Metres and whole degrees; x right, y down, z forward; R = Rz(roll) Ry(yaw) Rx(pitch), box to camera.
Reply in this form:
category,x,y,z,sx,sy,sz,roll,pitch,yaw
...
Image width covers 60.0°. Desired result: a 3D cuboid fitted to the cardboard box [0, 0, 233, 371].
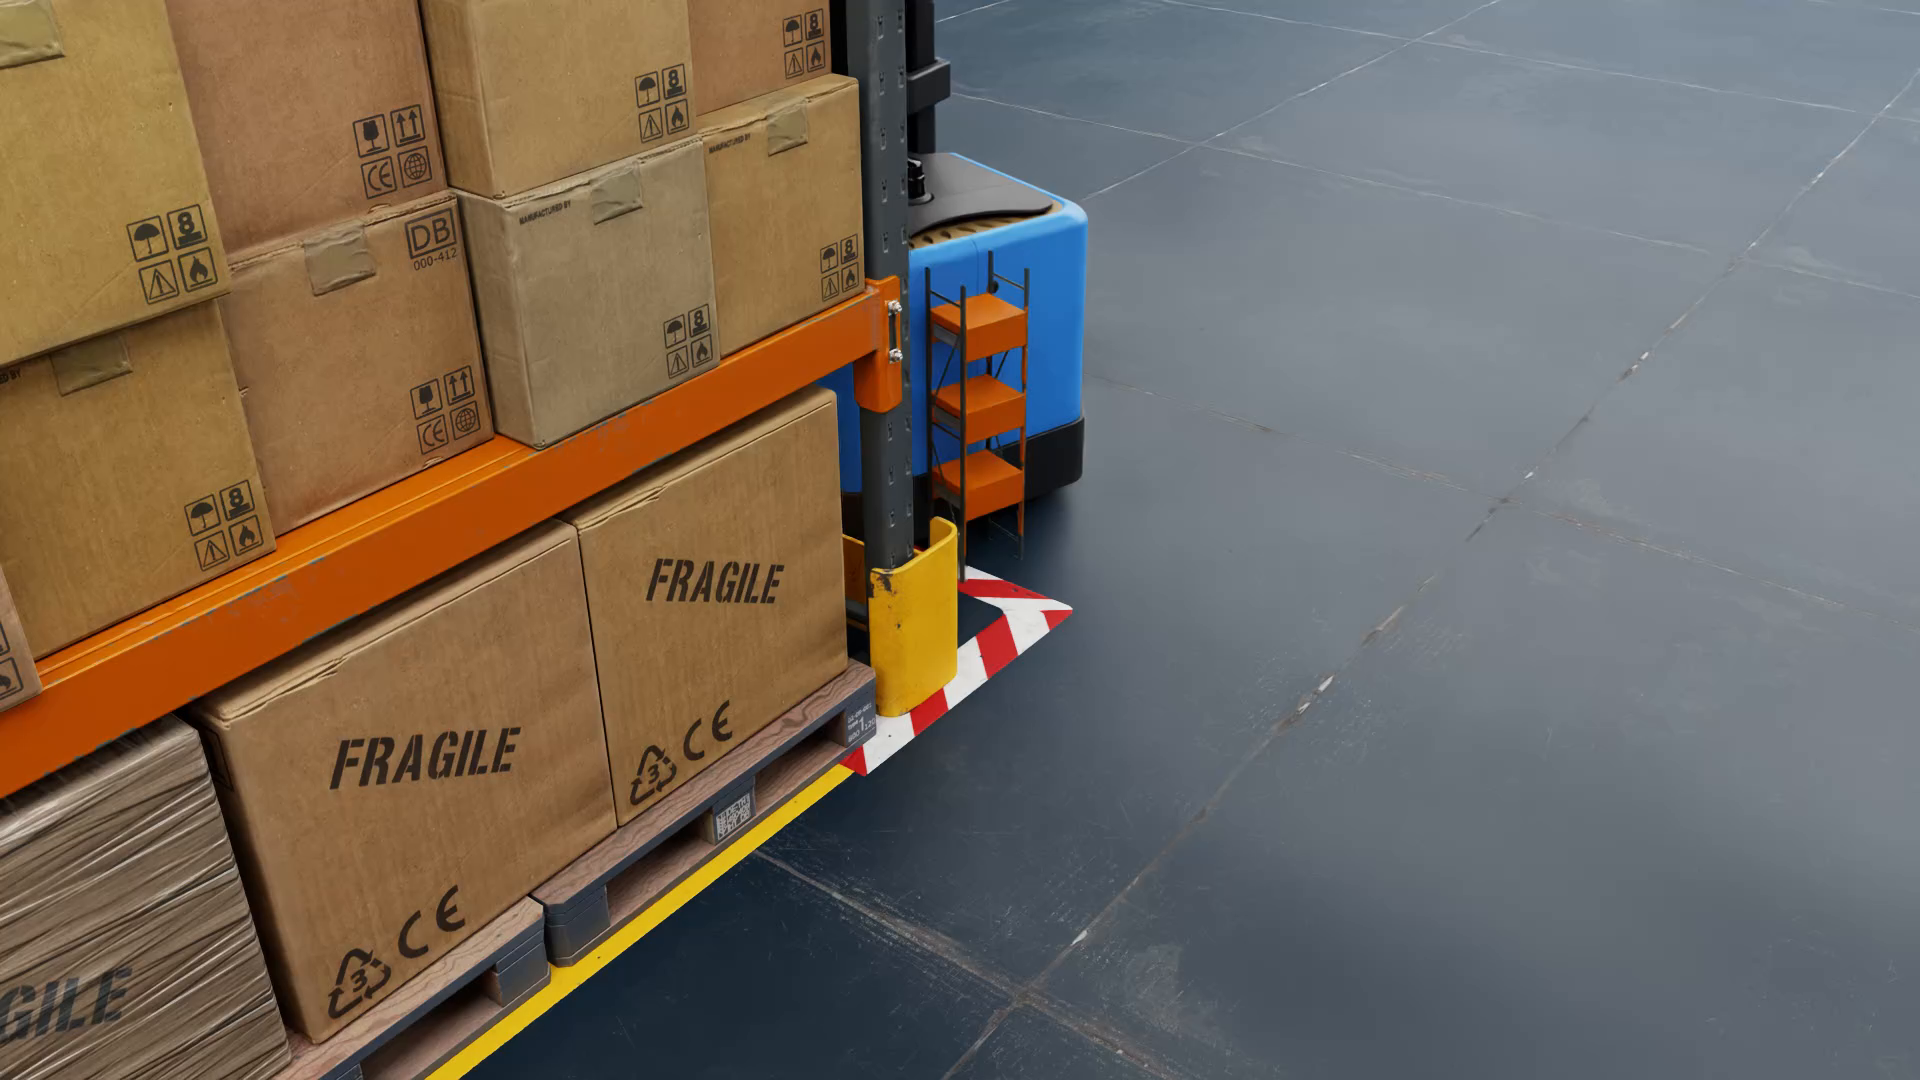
category,x,y,z,sx,sy,sz,roll,pitch,yaw
cardboard box,-1.742,-0.694,2.772,0.875,0.550,0.500,21,37,31

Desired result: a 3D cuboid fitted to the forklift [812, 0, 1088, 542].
category,x,y,z,sx,sy,sz,roll,pitch,yaw
forklift,-0.837,-1.895,6.073,1.130,2.935,3.031,-21,36,-31

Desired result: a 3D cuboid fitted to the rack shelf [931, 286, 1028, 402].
category,x,y,z,sx,sy,sz,roll,pitch,yaw
rack shelf,0.053,-0.618,5.226,0.240,0.259,0.215,-21,36,-31

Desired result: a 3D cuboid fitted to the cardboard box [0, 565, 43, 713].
category,x,y,z,sx,sy,sz,roll,pitch,yaw
cardboard box,-2.034,-0.003,2.665,0.875,0.550,0.550,21,37,31

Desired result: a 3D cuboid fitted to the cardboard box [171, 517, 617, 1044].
category,x,y,z,sx,sy,sz,roll,pitch,yaw
cardboard box,-1.452,0.391,3.820,0.875,0.875,0.875,20,36,31

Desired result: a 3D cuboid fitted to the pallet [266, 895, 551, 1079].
category,x,y,z,sx,sy,sz,roll,pitch,yaw
pallet,-1.723,1.046,3.778,1.003,0.211,1.213,21,37,31

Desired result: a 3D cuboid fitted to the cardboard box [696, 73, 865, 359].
category,x,y,z,sx,sy,sz,roll,pitch,yaw
cardboard box,-0.754,-0.896,4.173,0.875,0.550,0.550,21,37,31

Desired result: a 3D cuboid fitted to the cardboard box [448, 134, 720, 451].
category,x,y,z,sx,sy,sz,roll,pitch,yaw
cardboard box,-1.069,-0.666,3.785,0.875,0.550,0.550,21,37,31

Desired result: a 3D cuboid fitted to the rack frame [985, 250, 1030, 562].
category,x,y,z,sx,sy,sz,roll,pitch,yaw
rack frame,0.151,-0.419,5.428,0.008,1.050,0.200,-21,36,-31

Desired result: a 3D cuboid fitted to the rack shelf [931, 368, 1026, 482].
category,x,y,z,sx,sy,sz,roll,pitch,yaw
rack shelf,0.053,-0.373,5.371,0.240,0.259,0.215,-21,36,-31

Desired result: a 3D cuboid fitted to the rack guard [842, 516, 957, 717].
category,x,y,z,sx,sy,sz,roll,pitch,yaw
rack guard,-0.552,0.069,5.143,1.175,0.500,0.348,21,37,31

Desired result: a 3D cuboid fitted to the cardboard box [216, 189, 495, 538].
category,x,y,z,sx,sy,sz,roll,pitch,yaw
cardboard box,-1.507,-0.477,3.466,0.875,0.550,0.550,21,37,31

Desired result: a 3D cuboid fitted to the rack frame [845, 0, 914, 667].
category,x,y,z,sx,sy,sz,roll,pitch,yaw
rack frame,-0.566,-0.997,4.490,1.000,3.000,0.127,21,37,31

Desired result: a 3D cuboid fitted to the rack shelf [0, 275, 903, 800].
category,x,y,z,sx,sy,sz,roll,pitch,yaw
rack shelf,-1.773,0.126,3.301,1.077,0.370,4.000,21,37,31

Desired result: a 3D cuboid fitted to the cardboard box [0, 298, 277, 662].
category,x,y,z,sx,sy,sz,roll,pitch,yaw
cardboard box,-1.794,-0.249,3.081,0.875,0.550,0.500,21,37,31

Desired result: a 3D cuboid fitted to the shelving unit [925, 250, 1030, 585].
category,x,y,z,sx,sy,sz,roll,pitch,yaw
shelving unit,0.053,-0.383,5.366,0.252,1.050,0.215,-21,36,-31

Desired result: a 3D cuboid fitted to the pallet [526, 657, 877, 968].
category,x,y,z,sx,sy,sz,roll,pitch,yaw
pallet,-0.986,0.552,4.612,1.003,0.211,1.213,21,37,31

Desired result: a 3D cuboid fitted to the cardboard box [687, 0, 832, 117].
category,x,y,z,sx,sy,sz,roll,pitch,yaw
cardboard box,-0.821,-1.387,3.942,0.875,0.550,0.550,21,37,31

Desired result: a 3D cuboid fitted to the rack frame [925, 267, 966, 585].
category,x,y,z,sx,sy,sz,roll,pitch,yaw
rack frame,-0.045,-0.346,5.303,0.008,1.050,0.200,-21,36,-31

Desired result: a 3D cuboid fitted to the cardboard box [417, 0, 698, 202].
category,x,y,z,sx,sy,sz,roll,pitch,yaw
cardboard box,-1.079,-1.135,3.517,0.875,0.550,0.550,21,37,31

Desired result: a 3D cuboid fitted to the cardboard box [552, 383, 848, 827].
category,x,y,z,sx,sy,sz,roll,pitch,yaw
cardboard box,-0.923,0.033,4.425,0.875,0.875,0.875,21,37,32

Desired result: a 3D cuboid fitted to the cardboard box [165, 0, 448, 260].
category,x,y,z,sx,sy,sz,roll,pitch,yaw
cardboard box,-1.526,-0.949,3.203,0.875,0.550,0.550,21,37,31

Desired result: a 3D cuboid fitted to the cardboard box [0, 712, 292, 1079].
category,x,y,z,sx,sy,sz,roll,pitch,yaw
cardboard box,-2.004,0.761,3.196,0.875,0.875,0.875,21,37,32

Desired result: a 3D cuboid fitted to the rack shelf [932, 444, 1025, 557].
category,x,y,z,sx,sy,sz,roll,pitch,yaw
rack shelf,0.053,-0.134,5.513,0.240,0.259,0.215,-21,36,-31
